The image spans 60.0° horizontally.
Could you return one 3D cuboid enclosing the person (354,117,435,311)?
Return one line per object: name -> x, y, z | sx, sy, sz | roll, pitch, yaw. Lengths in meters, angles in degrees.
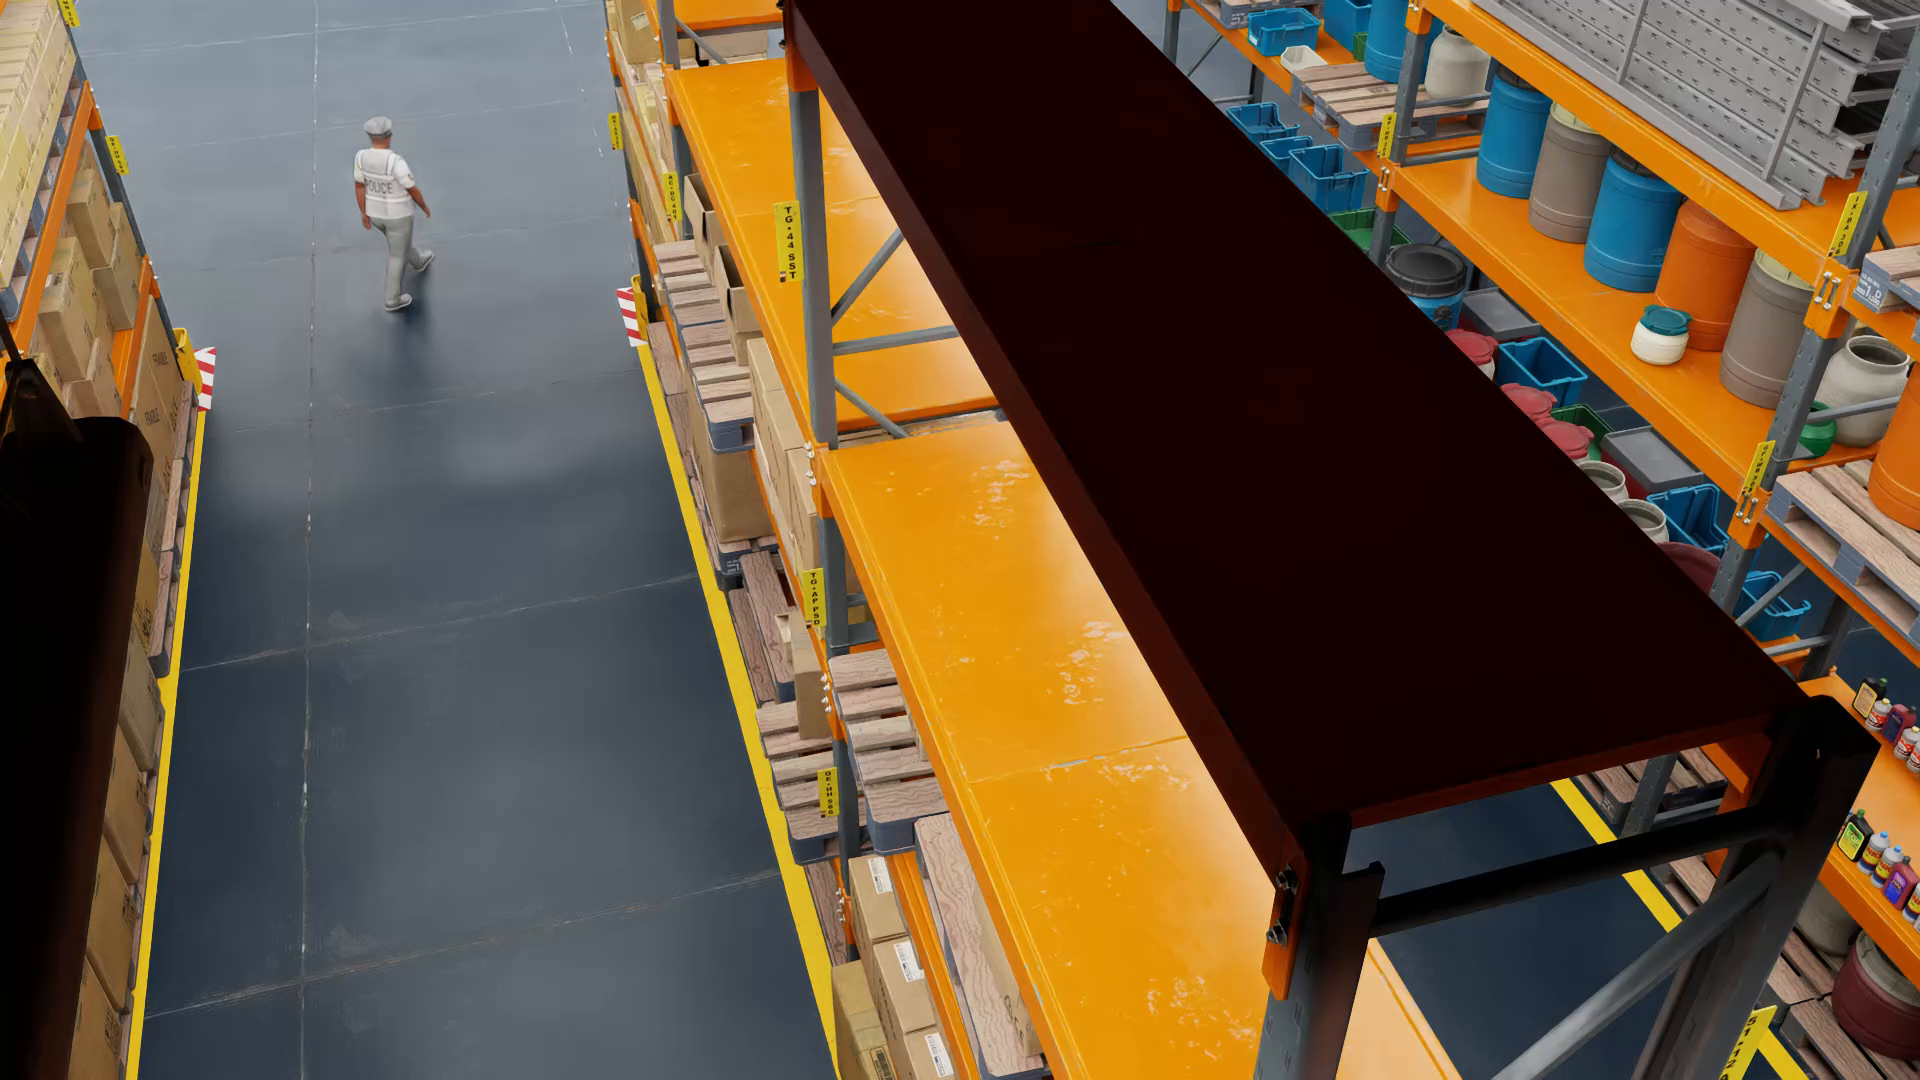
person -> -5.151, -3.061, 15.278 | 0.559, 1.705, 1.027 | 15, 41, 19
